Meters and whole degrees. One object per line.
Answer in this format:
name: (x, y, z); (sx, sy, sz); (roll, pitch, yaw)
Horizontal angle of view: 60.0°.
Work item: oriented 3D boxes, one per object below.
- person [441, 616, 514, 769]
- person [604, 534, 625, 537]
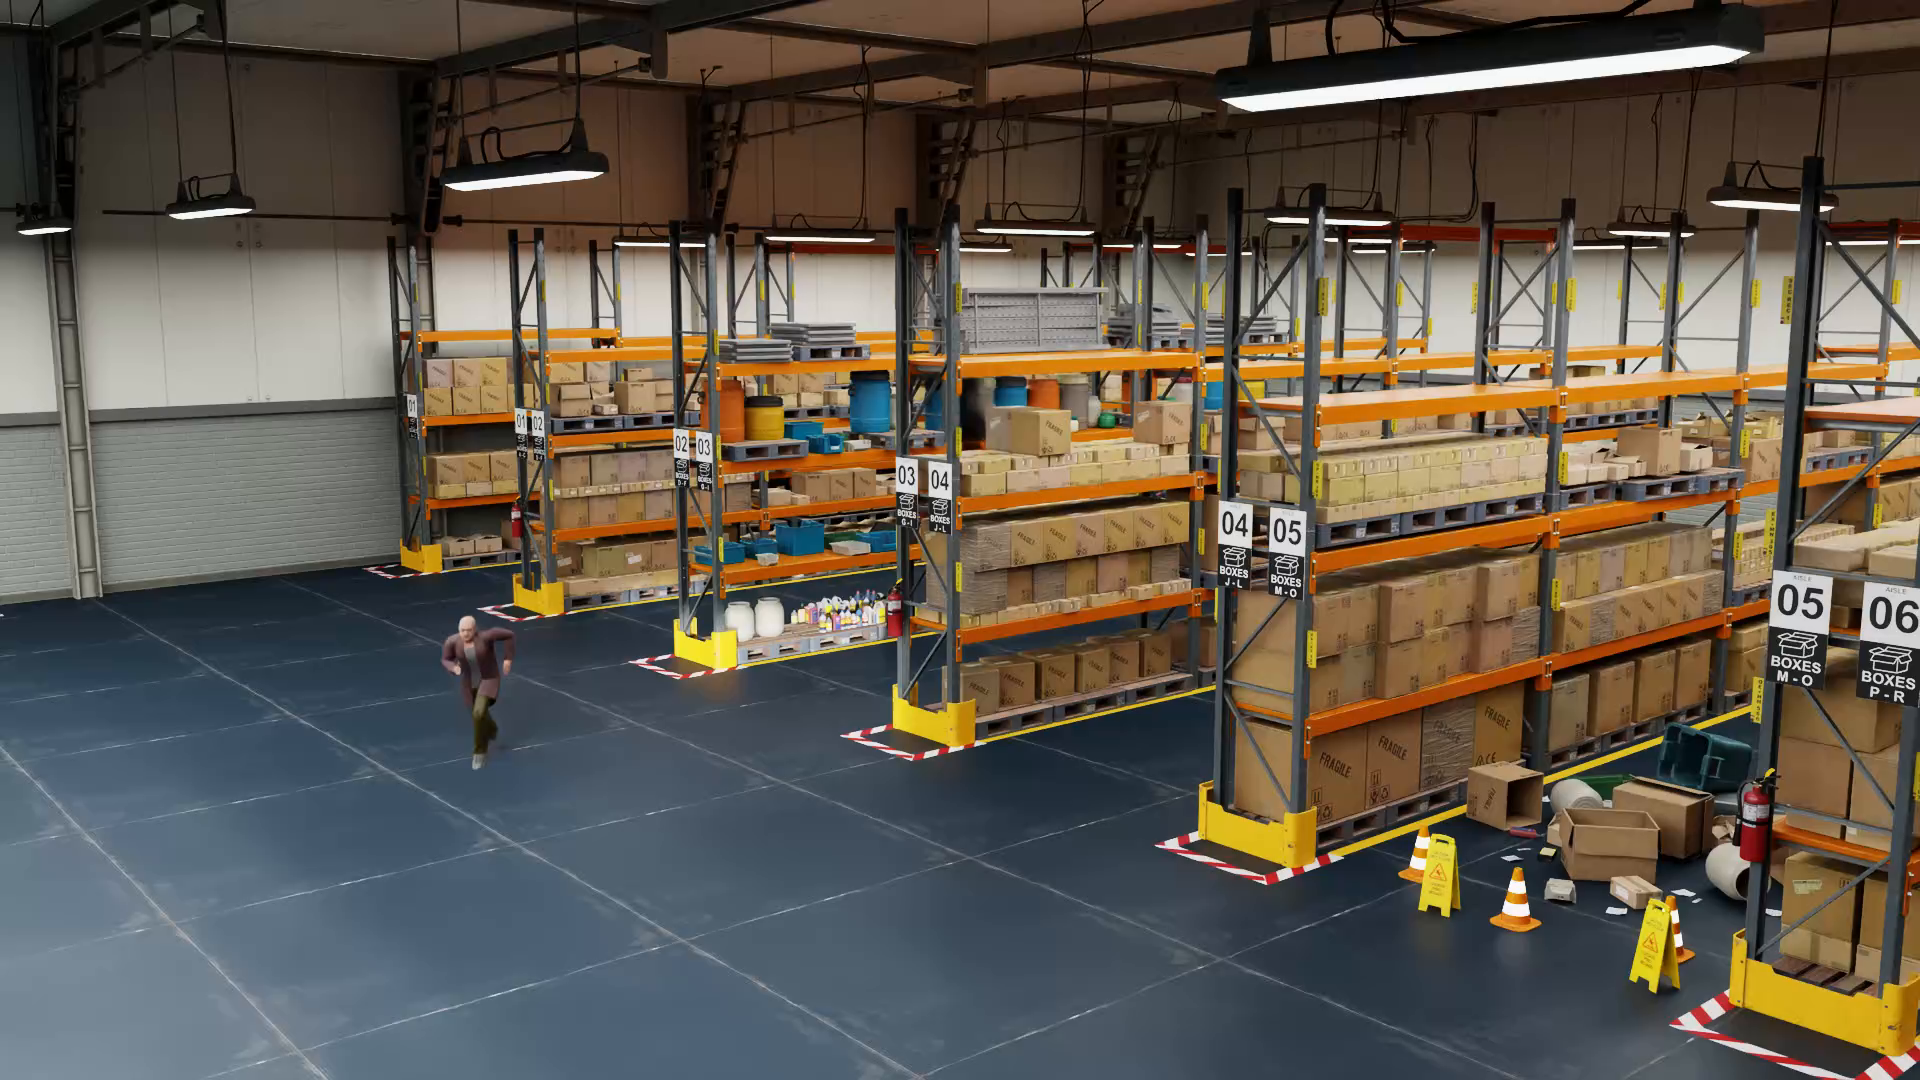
person: (-5.196, 1.608, 18.076); (0.752, 1.731, 1.072); (0, 9, 0)
person: (-6.065, -0.120, 29.205); (0.546, 1.734, 0.820); (7, 11, 40)
